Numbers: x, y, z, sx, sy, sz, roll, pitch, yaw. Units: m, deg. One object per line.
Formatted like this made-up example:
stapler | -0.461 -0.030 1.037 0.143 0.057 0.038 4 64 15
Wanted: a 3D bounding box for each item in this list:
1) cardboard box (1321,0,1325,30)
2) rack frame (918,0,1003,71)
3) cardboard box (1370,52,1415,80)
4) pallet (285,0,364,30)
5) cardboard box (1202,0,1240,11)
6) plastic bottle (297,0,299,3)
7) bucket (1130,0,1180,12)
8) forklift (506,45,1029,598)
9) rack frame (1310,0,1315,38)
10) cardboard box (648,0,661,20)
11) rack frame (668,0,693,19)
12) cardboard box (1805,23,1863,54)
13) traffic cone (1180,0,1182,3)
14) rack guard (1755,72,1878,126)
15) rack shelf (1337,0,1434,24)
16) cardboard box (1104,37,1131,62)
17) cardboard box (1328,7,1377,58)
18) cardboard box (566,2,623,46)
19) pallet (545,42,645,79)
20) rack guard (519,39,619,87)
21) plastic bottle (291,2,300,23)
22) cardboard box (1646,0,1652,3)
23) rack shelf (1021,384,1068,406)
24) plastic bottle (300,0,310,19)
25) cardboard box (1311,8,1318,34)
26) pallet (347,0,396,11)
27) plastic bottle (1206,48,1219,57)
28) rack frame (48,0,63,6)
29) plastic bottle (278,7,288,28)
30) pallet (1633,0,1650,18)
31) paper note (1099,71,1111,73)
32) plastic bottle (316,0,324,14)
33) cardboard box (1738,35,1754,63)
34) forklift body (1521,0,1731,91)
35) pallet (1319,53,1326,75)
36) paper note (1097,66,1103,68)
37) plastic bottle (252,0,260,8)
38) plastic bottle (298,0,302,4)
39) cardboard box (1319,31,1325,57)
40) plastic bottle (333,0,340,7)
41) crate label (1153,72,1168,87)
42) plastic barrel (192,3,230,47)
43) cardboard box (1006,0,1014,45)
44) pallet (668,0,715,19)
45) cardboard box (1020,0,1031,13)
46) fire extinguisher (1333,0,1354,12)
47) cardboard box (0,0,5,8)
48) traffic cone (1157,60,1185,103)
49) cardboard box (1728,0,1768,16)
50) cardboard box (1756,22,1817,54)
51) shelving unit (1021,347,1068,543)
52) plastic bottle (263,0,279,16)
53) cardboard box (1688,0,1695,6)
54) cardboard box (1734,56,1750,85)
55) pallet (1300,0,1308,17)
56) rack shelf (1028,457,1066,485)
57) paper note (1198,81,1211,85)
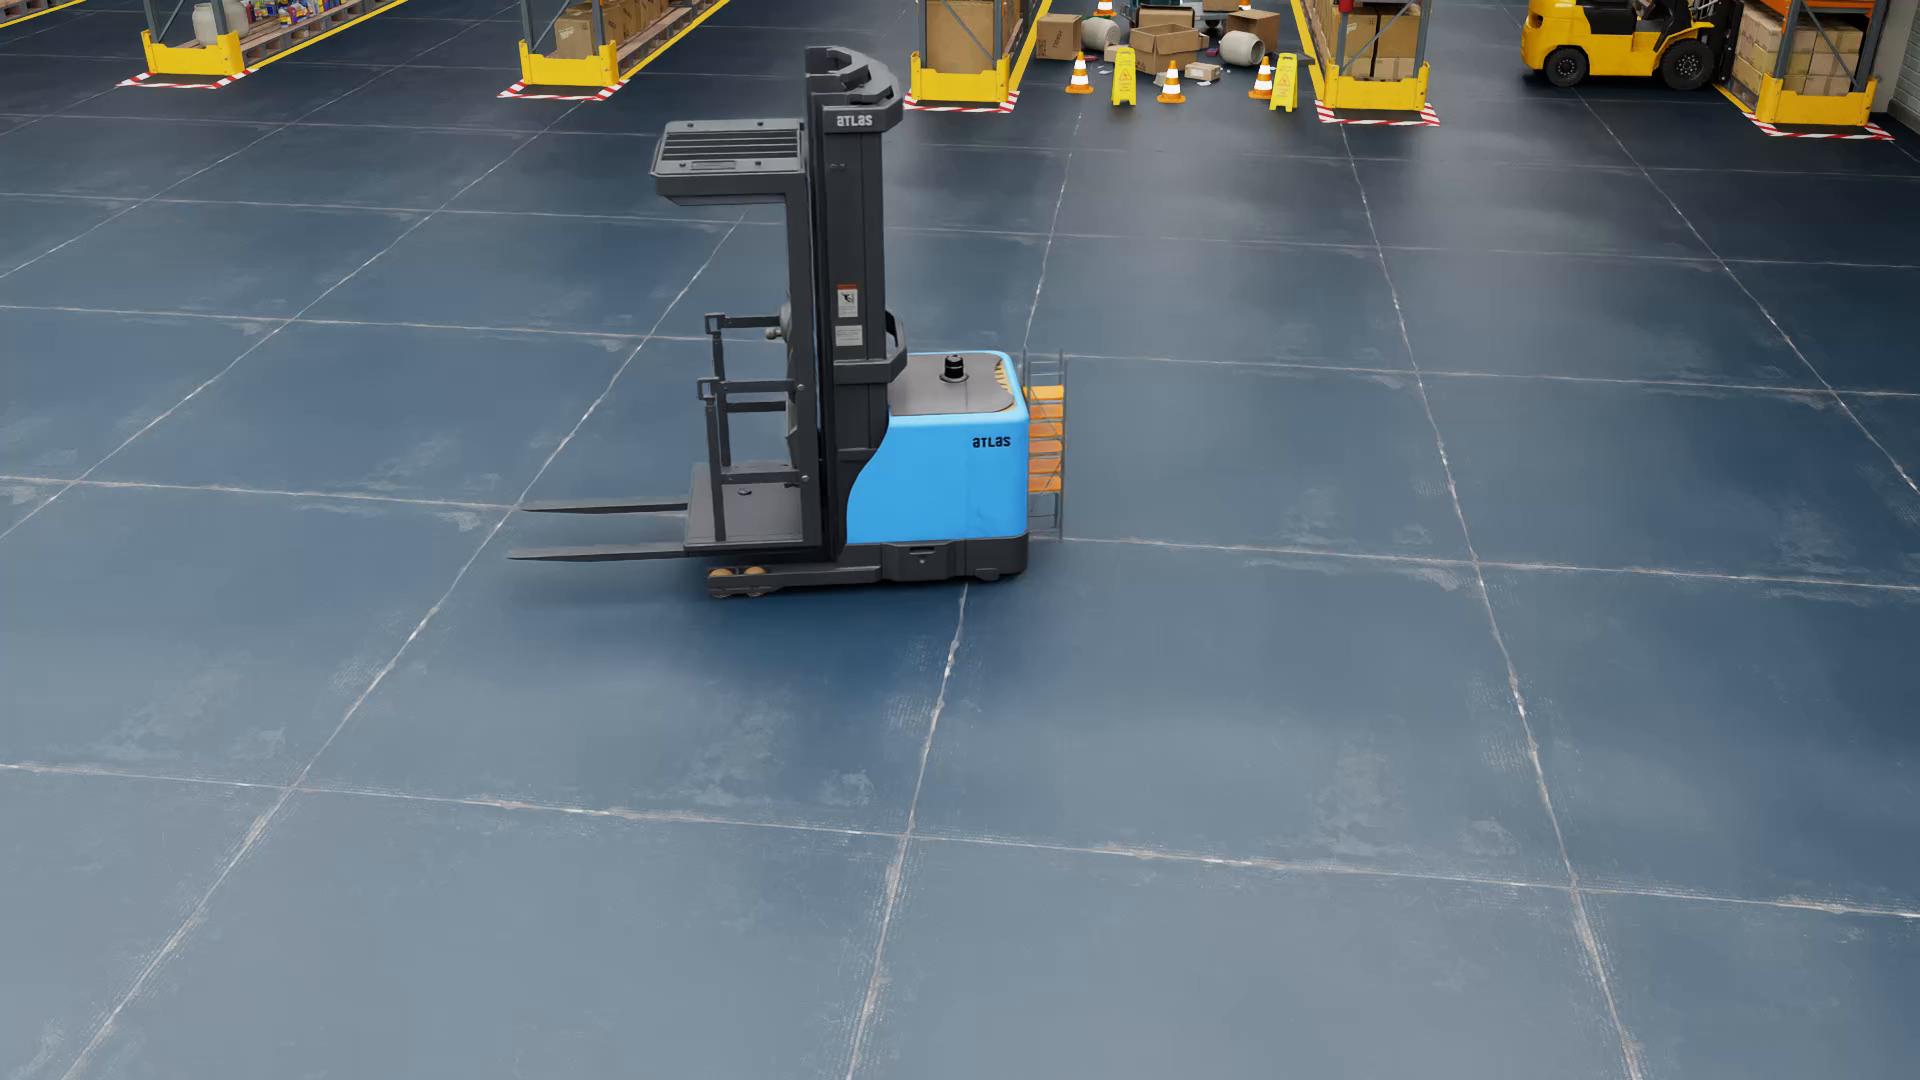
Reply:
cardboard box | 4.962 -6.908 21.576 0.500 0.500 0.500 5 29 9
rack frame | 0.006 -6.719 19.560 1.000 3.000 0.127 3 28 6
cardboard box | 5.304 -5.817 20.342 0.500 0.250 0.500 3 28 6
pallet | -9.454 -7.685 24.292 1.003 0.211 1.213 3 28 6
cardboard box | 3.651 -7.684 23.188 0.500 0.500 0.500 3 28 6
plastic bottle | -9.711 -7.940 24.225 0.061 0.283 0.133 3 28 6
bucket | 2.767 -7.632 23.103 0.726 0.611 0.620 14 21 24
forklift | -1.146 -1.218 9.420 3.031 2.935 1.130 -2 28 -5
rack frame | 5.421 -8.362 22.609 1.000 3.000 0.127 3 28 6
cardboard box | -4.566 -7.567 23.325 0.500 0.500 0.500 13 31 22
rack frame | -4.414 -8.938 23.678 1.000 3.000 0.127 3 28 6
cardboard box | 10.104 -5.822 19.297 0.500 0.250 0.500 3 28 5
traffic cone | 3.227 -8.105 24.807 0.336 0.463 0.334 3 28 6
rack guard | 9.855 -5.081 19.154 1.175 0.500 0.348 3 28 6
rack shelf | 5.176 -7.104 21.032 1.077 0.370 4.000 3 28 6
cardboard box | 2.113 -6.483 22.003 0.396 0.266 0.258 8 29 15
cardboard box | 4.770 -6.176 20.217 0.500 0.500 0.500 4 29 7
cardboard box | -4.772 -6.716 21.746 0.500 0.500 0.500 11 30 19
pallet | -4.760 -6.244 21.617 1.003 0.211 1.213 3 28 6
rack guard | -4.895 -5.991 20.842 1.175 0.500 0.348 3 28 6
plastic bottle | -9.247 -7.332 23.110 0.097 0.271 0.097 0 28 0
cardboard box | 10.593 -8.180 24.332 0.875 0.625 0.625 2 28 4
rack shelf | 0.500 -0.838 9.874 0.258 0.103 0.180 -3 28 -6
plastic bottle | -9.210 -7.475 23.375 0.097 0.271 0.097 0 28 0
cardboard box | 5.081 -7.075 22.675 0.500 0.250 0.500 2 28 4
pallet | -9.272 -8.370 25.564 1.003 0.211 1.213 3 28 6
plastic bottle | 3.402 -6.570 22.381 0.133 0.061 0.283 8 29 15
rack frame | -14.246 -9.516 24.750 1.000 3.000 0.127 3 28 6
plastic bottle | -9.289 -7.171 22.811 0.097 0.271 0.097 0 28 0
pallet | 10.546 -7.773 24.455 1.003 0.211 1.213 3 28 6
paper note | 1.878 -6.031 21.415 0.144 0.017 0.142 14 31 24
plastic bottle | -9.186 -7.691 23.693 0.144 0.351 0.185 3 28 6
cardboard box | 9.679 -5.870 19.912 0.500 0.250 0.500 3 28 6
forklift body | 8.279 -6.818 20.637 2.313 2.155 1.214 3 28 6
pallet | 5.227 -6.241 21.611 1.003 0.211 1.213 3 28 6
paper note | 1.839 -6.176 21.703 0.032 0.001 0.123 20 34 32
plastic bottle | -9.939 -7.521 23.377 0.144 0.351 0.185 5 29 8
plastic bottle | -9.315 -7.591 23.578 0.061 0.283 0.133 3 28 6
cardboard box | 4.893 -6.340 21.312 0.500 0.250 0.500 2 28 4
plastic bottle | -9.123 -7.934 24.143 0.144 0.351 0.185 3 28 5
crate label | 2.595 -5.775 20.824 0.250 0.136 0.298 -11 30 -20
plastic barrel | -9.815 -6.747 21.791 0.421 0.512 0.421 0 28 0
cardboard box | 0.243 -7.135 22.129 0.875 0.875 0.875 4 29 7
pallet | -4.320 -8.077 25.020 1.003 0.211 1.213 3 28 6
cardboard box | 0.483 -8.094 24.041 1.050 0.750 0.750 3 28 6
fire extinguisher | 4.460 -6.418 19.082 0.296 0.674 0.183 3 28 6
cardboard box | -14.203 -7.788 24.000 0.500 0.250 0.500 3 28 6
traffic cone | 2.560 -5.544 20.053 0.336 0.463 0.334 3 28 6
cardboard box | 9.783 -6.559 20.664 0.500 0.250 0.500 3 28 5
cardboard box | 9.605 -5.842 19.333 0.500 0.250 0.500 4 29 8
shelving unit | 0.500 -0.560 10.024 0.258 1.200 0.189 -3 28 -6
plastic bottle | -9.766 -7.579 23.563 0.152 0.276 0.135 3 28 6
cardboard box | 9.982 -7.060 22.122 0.500 0.250 0.500 3 28 6
cardboard box | 9.672 -5.640 20.013 0.500 0.250 0.500 3 28 6
pallet | 5.662 -8.077 25.020 1.003 0.211 1.213 3 28 6
rack shelf | 0.500 -0.415 10.102 0.258 0.103 0.180 -3 28 -6
paper note | 3.071 -5.733 20.859 0.148 0.019 0.142 -6 29 -11
